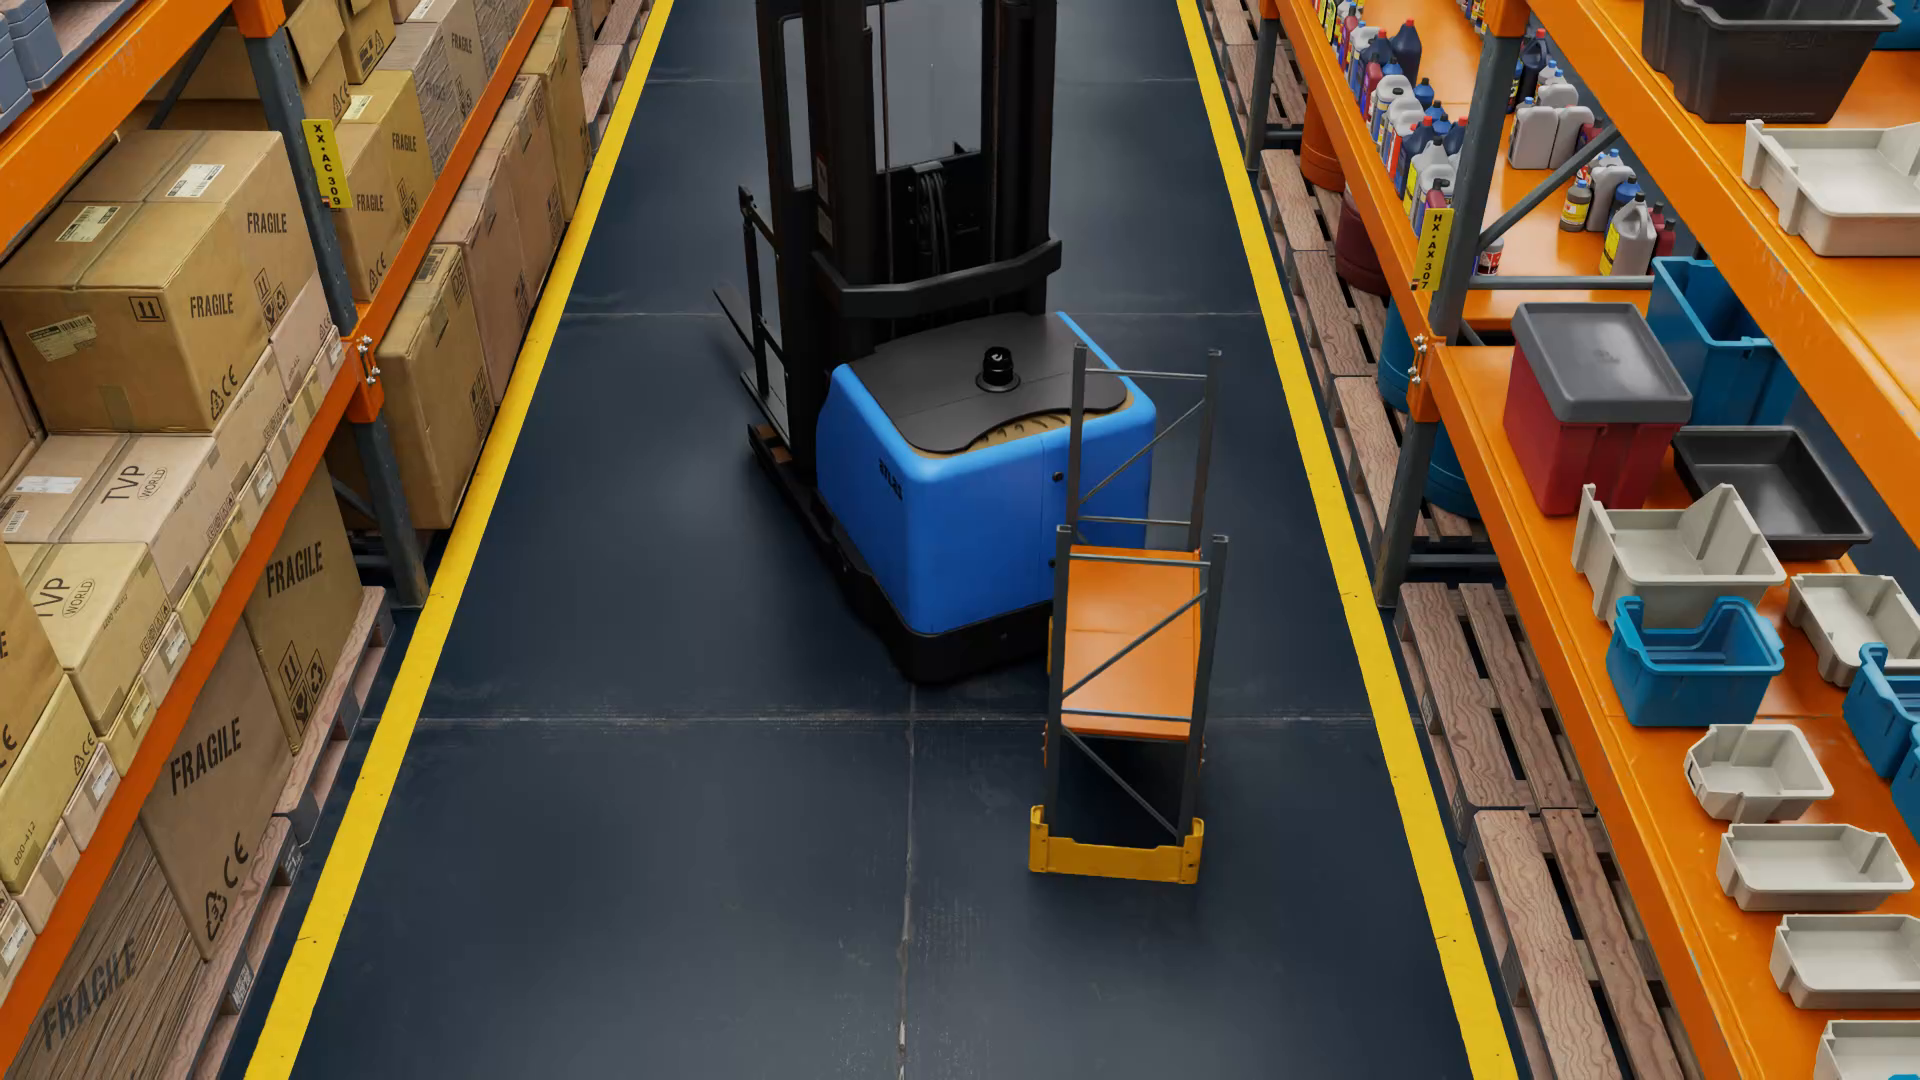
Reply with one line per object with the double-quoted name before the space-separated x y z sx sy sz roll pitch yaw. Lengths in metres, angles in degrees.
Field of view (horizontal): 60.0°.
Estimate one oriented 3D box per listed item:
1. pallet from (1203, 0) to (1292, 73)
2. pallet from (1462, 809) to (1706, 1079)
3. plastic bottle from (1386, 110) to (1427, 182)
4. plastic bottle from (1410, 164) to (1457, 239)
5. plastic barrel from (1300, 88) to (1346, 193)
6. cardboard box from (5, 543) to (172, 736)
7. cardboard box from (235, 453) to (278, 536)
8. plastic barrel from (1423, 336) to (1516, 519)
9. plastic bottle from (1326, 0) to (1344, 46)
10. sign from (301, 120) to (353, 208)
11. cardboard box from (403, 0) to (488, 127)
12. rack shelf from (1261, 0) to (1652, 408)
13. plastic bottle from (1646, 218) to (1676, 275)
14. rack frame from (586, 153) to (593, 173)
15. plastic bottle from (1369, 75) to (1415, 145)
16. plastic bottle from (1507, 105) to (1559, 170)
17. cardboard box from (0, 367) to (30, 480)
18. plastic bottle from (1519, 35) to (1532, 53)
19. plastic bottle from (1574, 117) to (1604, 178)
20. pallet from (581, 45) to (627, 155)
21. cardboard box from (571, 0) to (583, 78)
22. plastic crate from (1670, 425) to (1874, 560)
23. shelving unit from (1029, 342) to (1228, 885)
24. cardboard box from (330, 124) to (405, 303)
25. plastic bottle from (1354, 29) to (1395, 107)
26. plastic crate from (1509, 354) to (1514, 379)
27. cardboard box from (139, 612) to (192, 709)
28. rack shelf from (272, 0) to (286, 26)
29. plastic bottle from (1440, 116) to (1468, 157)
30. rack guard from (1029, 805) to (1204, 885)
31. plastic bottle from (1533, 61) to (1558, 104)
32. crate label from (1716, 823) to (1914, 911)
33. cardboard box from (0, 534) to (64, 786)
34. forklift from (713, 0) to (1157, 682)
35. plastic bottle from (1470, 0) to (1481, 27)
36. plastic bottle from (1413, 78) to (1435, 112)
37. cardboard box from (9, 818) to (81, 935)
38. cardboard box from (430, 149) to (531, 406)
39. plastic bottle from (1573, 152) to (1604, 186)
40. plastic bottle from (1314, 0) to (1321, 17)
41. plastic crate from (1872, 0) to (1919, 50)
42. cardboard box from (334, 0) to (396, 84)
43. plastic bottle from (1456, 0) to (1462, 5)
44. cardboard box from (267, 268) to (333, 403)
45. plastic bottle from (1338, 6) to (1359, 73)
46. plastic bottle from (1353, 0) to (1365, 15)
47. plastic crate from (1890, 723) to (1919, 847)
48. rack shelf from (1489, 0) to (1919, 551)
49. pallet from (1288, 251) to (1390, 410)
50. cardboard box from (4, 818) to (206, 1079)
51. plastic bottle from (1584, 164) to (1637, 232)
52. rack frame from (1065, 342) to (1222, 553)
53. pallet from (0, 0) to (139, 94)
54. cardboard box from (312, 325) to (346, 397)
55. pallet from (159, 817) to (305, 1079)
"pallet" 2.264 -3.580 11.549 1.003 0.211 1.213 0 39 0
"pallet" 2.273 1.391 5.345 1.003 0.211 1.213 0 39 0
"plastic bottle" 1.904 -1.663 7.026 0.152 0.276 0.135 0 39 0
"plastic bottle" 1.905 -1.348 6.633 0.152 0.276 0.135 0 39 0
"plastic barrel" 2.242 -2.434 9.288 0.600 0.830 0.708 0 39 0
"cardboard box" -2.460 0.260 4.409 0.500 0.250 0.500 -1 39 -1
"cardboard box" -2.395 -0.147 5.236 0.380 0.149 0.250 1 39 1
"plastic barrel" 2.246 -0.607 6.951 0.600 0.901 0.708 0 39 0
"plastic bottle" 1.857 -2.589 8.176 0.061 0.283 0.133 0 39 0
"sign" -2.169 -1.288 5.703 0.100 0.325 0.005 0 39 0
"cardboard box" -2.482 -2.195 7.511 0.500 0.500 0.500 1 39 1
"rack shelf" 2.227 -1.892 7.787 1.077 0.370 4.000 0 39 0
"plastic bottle" 2.655 -1.106 6.324 0.061 0.283 0.133 0 39 0
"rack frame" -2.728 -3.419 9.118 1.000 3.000 0.127 0 39 0
"plastic bottle" 1.904 -1.892 7.312 0.152 0.276 0.135 0 39 0
"plastic bottle" 2.456 -1.742 7.124 0.152 0.276 0.135 0 39 0
"cardboard box" -2.981 -0.335 4.552 0.500 0.500 0.500 -1 39 -1
"plastic bottle" 2.592 -2.211 7.704 0.061 0.283 0.133 0 39 0
"plastic bottle" 2.654 -1.661 7.017 0.061 0.283 0.133 0 39 0
"pallet" -2.728 -2.820 10.600 1.003 0.211 1.213 0 39 0
"cardboard box" -2.749 -3.035 10.285 0.700 0.500 0.500 -2 39 -2
"plastic crate" 2.499 -0.138 5.195 0.437 0.125 0.590 0 39 0
"shelving unit" 0.586 0.255 5.732 0.587 1.500 1.083 4 39 5
"cardboard box" -2.474 -1.245 6.325 0.500 0.500 0.500 0 39 0
"plastic bottle" 1.900 -2.166 7.593 0.144 0.351 0.185 0 39 0
"plastic crate" 2.087 -0.551 5.702 0.396 0.136 0.243 0 39 0
"cardboard box" -2.395 0.333 4.636 0.380 0.149 0.250 1 39 1
"rack shelf" -2.726 -3.059 6.845 1.077 0.370 4.000 0 39 0
"plastic bottle" 2.045 -1.593 6.878 0.144 0.351 0.185 0 39 0
"rack guard" 0.534 1.053 5.736 0.587 0.250 0.087 4 39 5
"plastic bottle" 2.635 -2.019 7.473 0.097 0.271 0.097 0 39 0
"crate label" 2.041 0.794 4.023 0.396 0.136 0.243 0 39 0
"cardboard box" -2.457 0.296 3.764 0.500 0.500 0.500 -1 39 -1
"forklift" -0.326 -1.510 6.791 1.130 2.935 3.031 -16 41 -19
"plastic bottle" 2.634 -2.694 8.372 0.097 0.201 0.097 0 39 0
"plastic bottle" 2.029 -1.902 7.328 0.097 0.271 0.097 0 39 0
"cardboard box" -2.393 0.817 4.033 0.380 0.149 0.250 -1 39 -1
"cardboard box" -2.746 -1.212 7.727 1.225 0.875 0.875 -1 39 -2
"plastic bottle" 2.636 -1.557 6.953 0.097 0.201 0.097 0 39 0
"plastic bottle" 1.902 -2.814 8.463 0.152 0.276 0.135 0 39 0
"plastic crate" 2.549 -1.458 4.406 0.416 0.233 0.300 0 39 0
"cardboard box" -2.722 -2.177 6.686 0.797 0.503 0.637 0 39 0
"plastic bottle" 2.634 -2.876 8.599 0.097 0.201 0.097 0 39 0
"cardboard box" -2.461 -0.700 5.607 0.500 0.250 0.500 -1 39 -1
"plastic bottle" 1.857 -2.384 7.920 0.061 0.283 0.133 0 39 0
"plastic bottle" 2.027 -2.797 8.501 0.097 0.201 0.097 0 39 0
"plastic crate" 2.561 0.644 4.134 0.416 0.233 0.300 0 39 0
"rack shelf" 2.231 -0.561 3.728 1.077 0.370 4.000 0 39 0
"pallet" 2.266 -1.081 8.430 1.003 0.211 1.213 0 39 0
"cardboard box" -2.801 1.279 4.618 0.875 0.875 0.875 0 39 0
"plastic bottle" 2.609 -1.392 6.687 0.152 0.276 0.135 0 39 0
"rack frame" 0.640 -0.066 6.134 0.500 1.500 0.032 4 39 5
"pallet" -2.733 -1.542 4.448 1.003 0.211 1.213 0 39 0
"cardboard box" -2.396 -0.630 5.838 0.380 0.149 0.250 0 39 0
"pallet" -2.797 1.411 5.321 1.003 0.211 1.213 0 39 0
